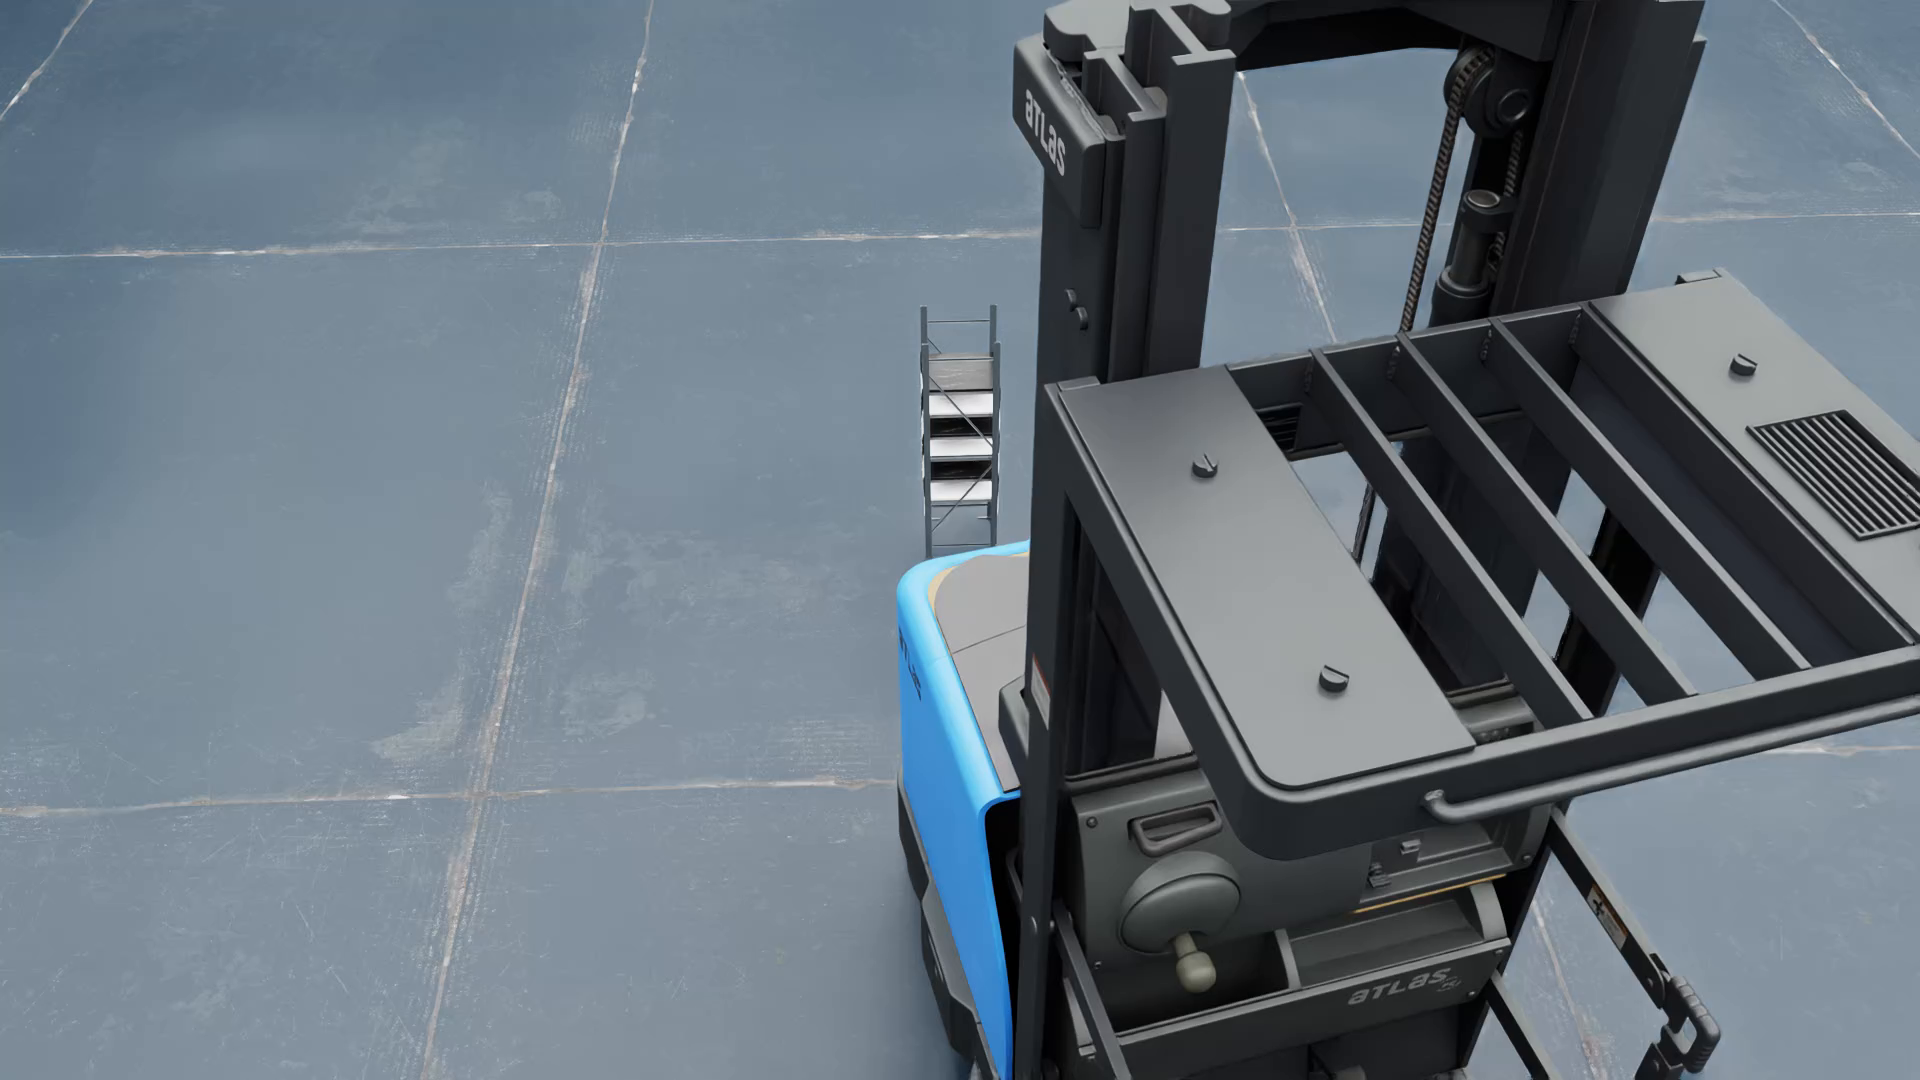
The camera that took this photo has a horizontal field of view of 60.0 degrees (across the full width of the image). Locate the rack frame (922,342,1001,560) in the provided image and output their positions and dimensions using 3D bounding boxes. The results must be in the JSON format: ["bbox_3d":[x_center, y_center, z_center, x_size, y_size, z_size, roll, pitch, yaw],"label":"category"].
[{"bbox_3d":[0.004,-0.269,5.377,0.240,0.900,0.006,-2,43,-2],"label":"rack frame"}]

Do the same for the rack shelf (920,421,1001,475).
[{"bbox_3d":[0.000,-0.313,5.474,0.258,0.077,0.200,-2,43,-2],"label":"rack shelf"}]

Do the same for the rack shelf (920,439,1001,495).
[{"bbox_3d":[0.000,-0.246,5.535,0.258,0.077,0.200,-2,43,-2],"label":"rack shelf"}]

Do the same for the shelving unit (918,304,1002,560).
[{"bbox_3d":[0.000,-0.337,5.452,0.258,0.900,0.210,-2,43,-2],"label":"shelving unit"}]

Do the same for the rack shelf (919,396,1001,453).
[{"bbox_3d":[0.000,-0.379,5.414,0.258,0.077,0.200,-2,43,-2],"label":"rack shelf"}]

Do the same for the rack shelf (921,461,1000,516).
[{"bbox_3d":[0.000,-0.180,5.596,0.258,0.077,0.200,-2,43,-2],"label":"rack shelf"}]

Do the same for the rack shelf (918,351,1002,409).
[{"bbox_3d":[0.000,-0.512,5.292,0.258,0.077,0.200,-2,43,-2],"label":"rack shelf"}]

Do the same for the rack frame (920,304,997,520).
[{"bbox_3d":[-0.005,-0.406,5.527,0.240,0.900,0.006,-2,43,-2],"label":"rack frame"}]

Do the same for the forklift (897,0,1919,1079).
[{"bbox_3d":[0.719,0.641,2.882,1.130,2.935,3.031,-11,44,-12],"label":"forklift"}]

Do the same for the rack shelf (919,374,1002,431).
[{"bbox_3d":[0.000,-0.445,5.353,0.258,0.077,0.200,-2,43,-2],"label":"rack shelf"}]
